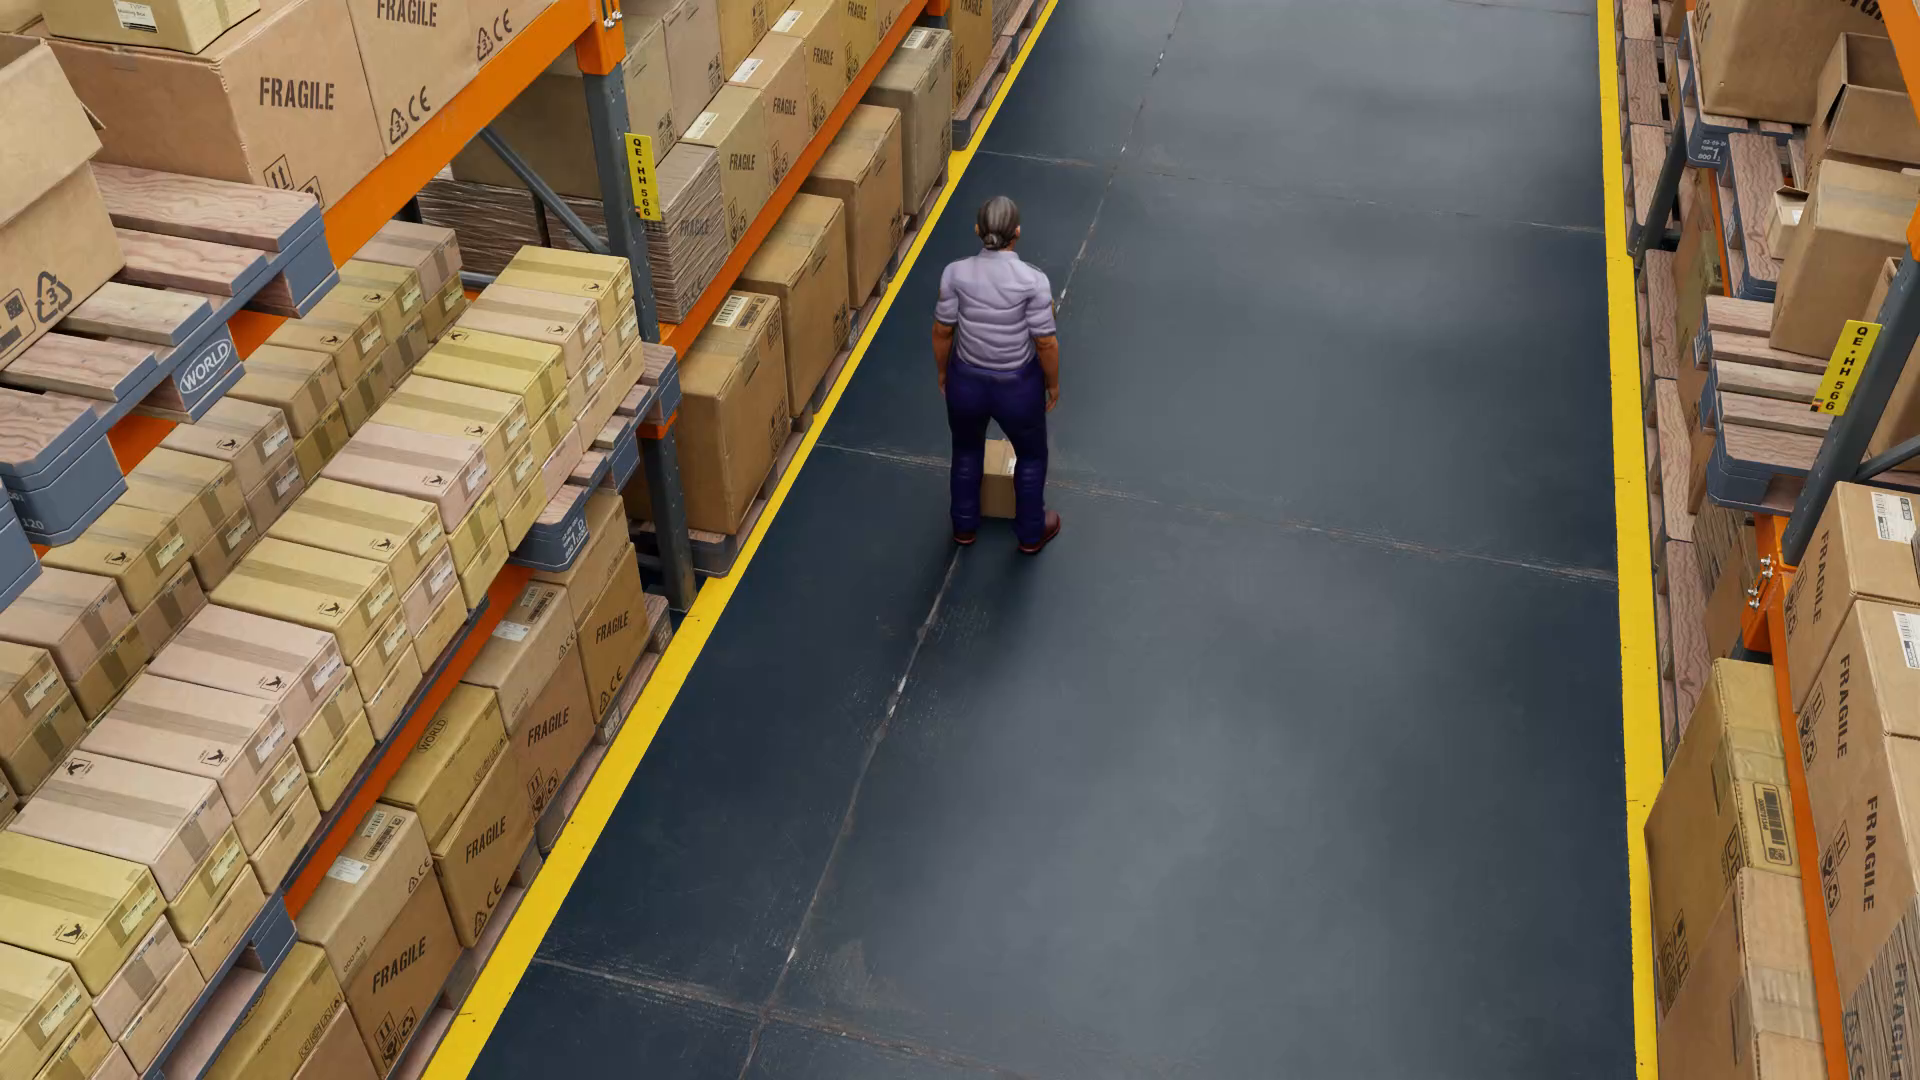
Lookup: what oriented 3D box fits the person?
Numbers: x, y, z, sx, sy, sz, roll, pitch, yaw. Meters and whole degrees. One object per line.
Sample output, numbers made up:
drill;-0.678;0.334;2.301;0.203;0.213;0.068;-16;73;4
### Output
person;0.160;-0.647;6.901;0.545;1.652;0.371;9;42;11
